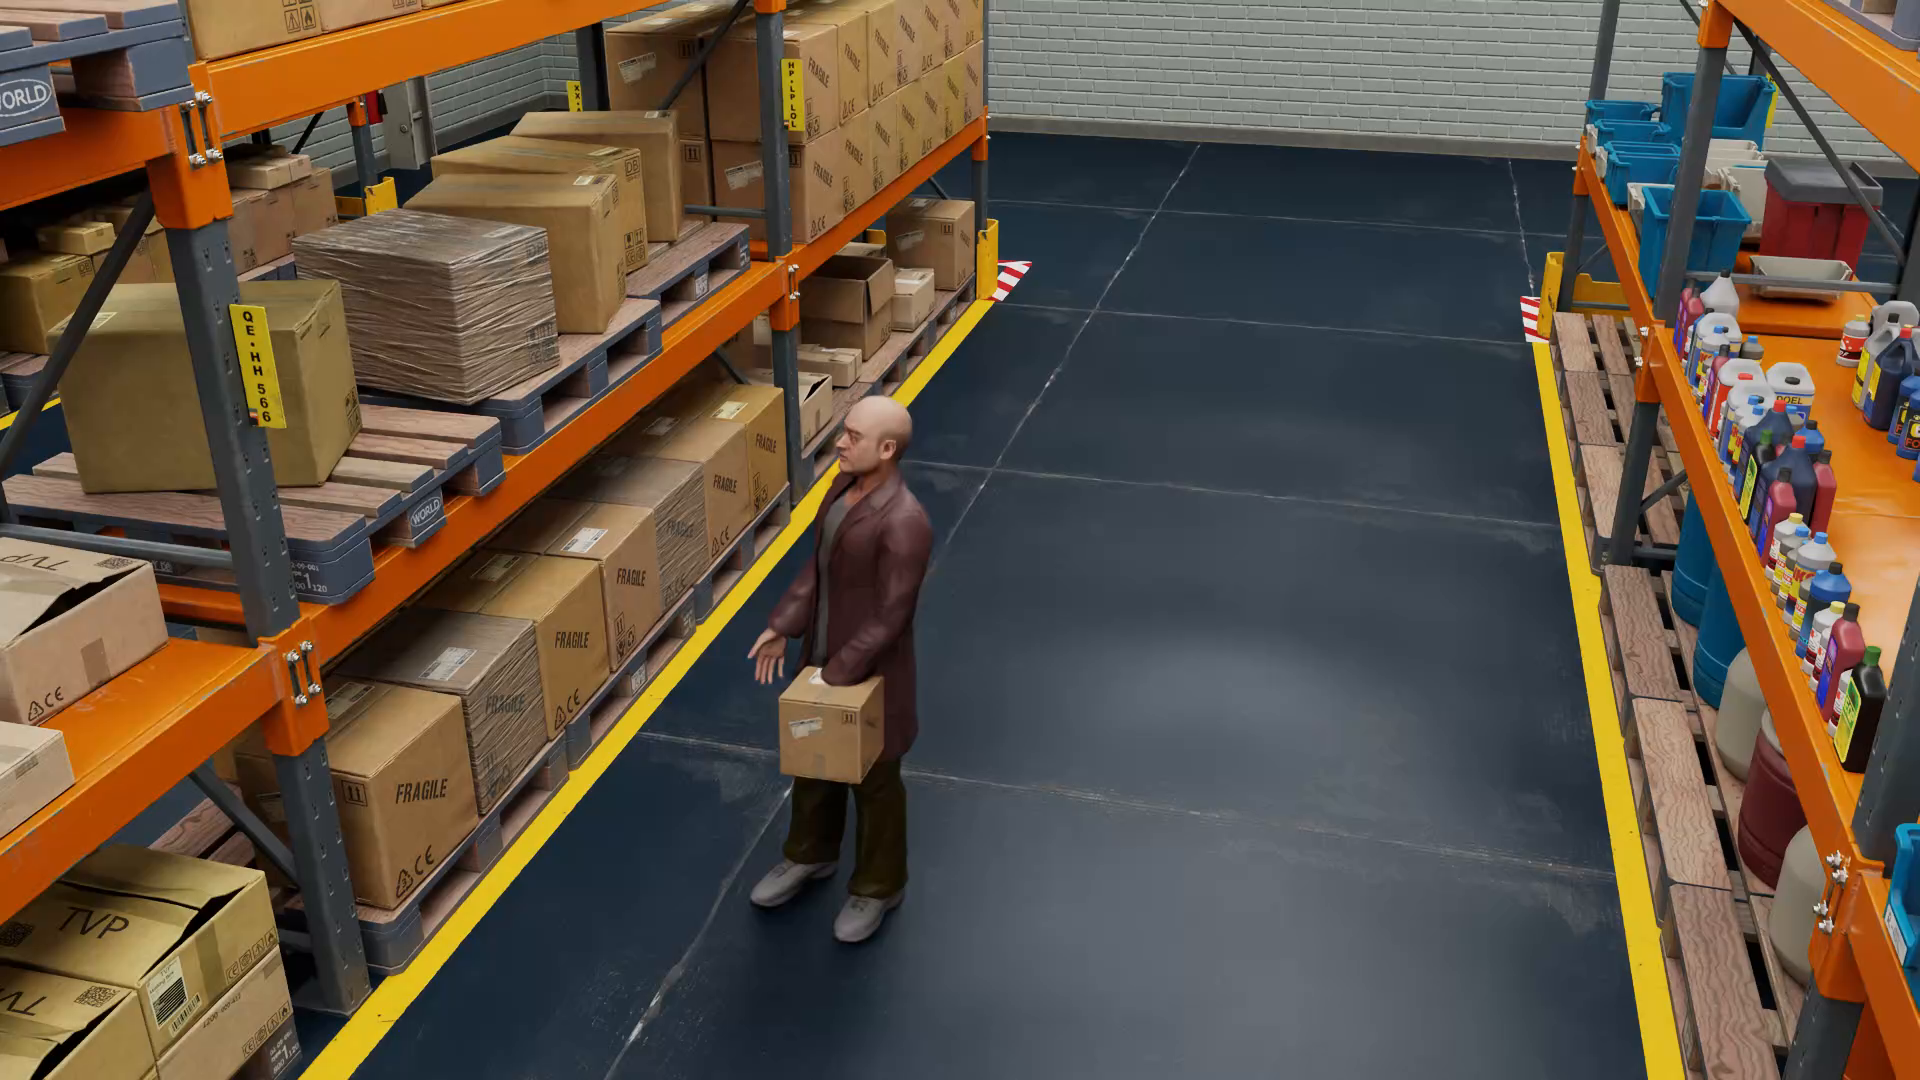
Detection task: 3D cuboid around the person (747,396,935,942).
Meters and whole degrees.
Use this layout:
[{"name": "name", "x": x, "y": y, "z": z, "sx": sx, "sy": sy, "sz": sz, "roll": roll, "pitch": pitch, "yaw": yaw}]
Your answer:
[{"name": "person", "x": -0.384, "y": 0.423, "z": 5.198, "sx": 0.564, "sy": 1.780, "sz": 0.576, "roll": -14, "pitch": 28, "yaw": -27}]
